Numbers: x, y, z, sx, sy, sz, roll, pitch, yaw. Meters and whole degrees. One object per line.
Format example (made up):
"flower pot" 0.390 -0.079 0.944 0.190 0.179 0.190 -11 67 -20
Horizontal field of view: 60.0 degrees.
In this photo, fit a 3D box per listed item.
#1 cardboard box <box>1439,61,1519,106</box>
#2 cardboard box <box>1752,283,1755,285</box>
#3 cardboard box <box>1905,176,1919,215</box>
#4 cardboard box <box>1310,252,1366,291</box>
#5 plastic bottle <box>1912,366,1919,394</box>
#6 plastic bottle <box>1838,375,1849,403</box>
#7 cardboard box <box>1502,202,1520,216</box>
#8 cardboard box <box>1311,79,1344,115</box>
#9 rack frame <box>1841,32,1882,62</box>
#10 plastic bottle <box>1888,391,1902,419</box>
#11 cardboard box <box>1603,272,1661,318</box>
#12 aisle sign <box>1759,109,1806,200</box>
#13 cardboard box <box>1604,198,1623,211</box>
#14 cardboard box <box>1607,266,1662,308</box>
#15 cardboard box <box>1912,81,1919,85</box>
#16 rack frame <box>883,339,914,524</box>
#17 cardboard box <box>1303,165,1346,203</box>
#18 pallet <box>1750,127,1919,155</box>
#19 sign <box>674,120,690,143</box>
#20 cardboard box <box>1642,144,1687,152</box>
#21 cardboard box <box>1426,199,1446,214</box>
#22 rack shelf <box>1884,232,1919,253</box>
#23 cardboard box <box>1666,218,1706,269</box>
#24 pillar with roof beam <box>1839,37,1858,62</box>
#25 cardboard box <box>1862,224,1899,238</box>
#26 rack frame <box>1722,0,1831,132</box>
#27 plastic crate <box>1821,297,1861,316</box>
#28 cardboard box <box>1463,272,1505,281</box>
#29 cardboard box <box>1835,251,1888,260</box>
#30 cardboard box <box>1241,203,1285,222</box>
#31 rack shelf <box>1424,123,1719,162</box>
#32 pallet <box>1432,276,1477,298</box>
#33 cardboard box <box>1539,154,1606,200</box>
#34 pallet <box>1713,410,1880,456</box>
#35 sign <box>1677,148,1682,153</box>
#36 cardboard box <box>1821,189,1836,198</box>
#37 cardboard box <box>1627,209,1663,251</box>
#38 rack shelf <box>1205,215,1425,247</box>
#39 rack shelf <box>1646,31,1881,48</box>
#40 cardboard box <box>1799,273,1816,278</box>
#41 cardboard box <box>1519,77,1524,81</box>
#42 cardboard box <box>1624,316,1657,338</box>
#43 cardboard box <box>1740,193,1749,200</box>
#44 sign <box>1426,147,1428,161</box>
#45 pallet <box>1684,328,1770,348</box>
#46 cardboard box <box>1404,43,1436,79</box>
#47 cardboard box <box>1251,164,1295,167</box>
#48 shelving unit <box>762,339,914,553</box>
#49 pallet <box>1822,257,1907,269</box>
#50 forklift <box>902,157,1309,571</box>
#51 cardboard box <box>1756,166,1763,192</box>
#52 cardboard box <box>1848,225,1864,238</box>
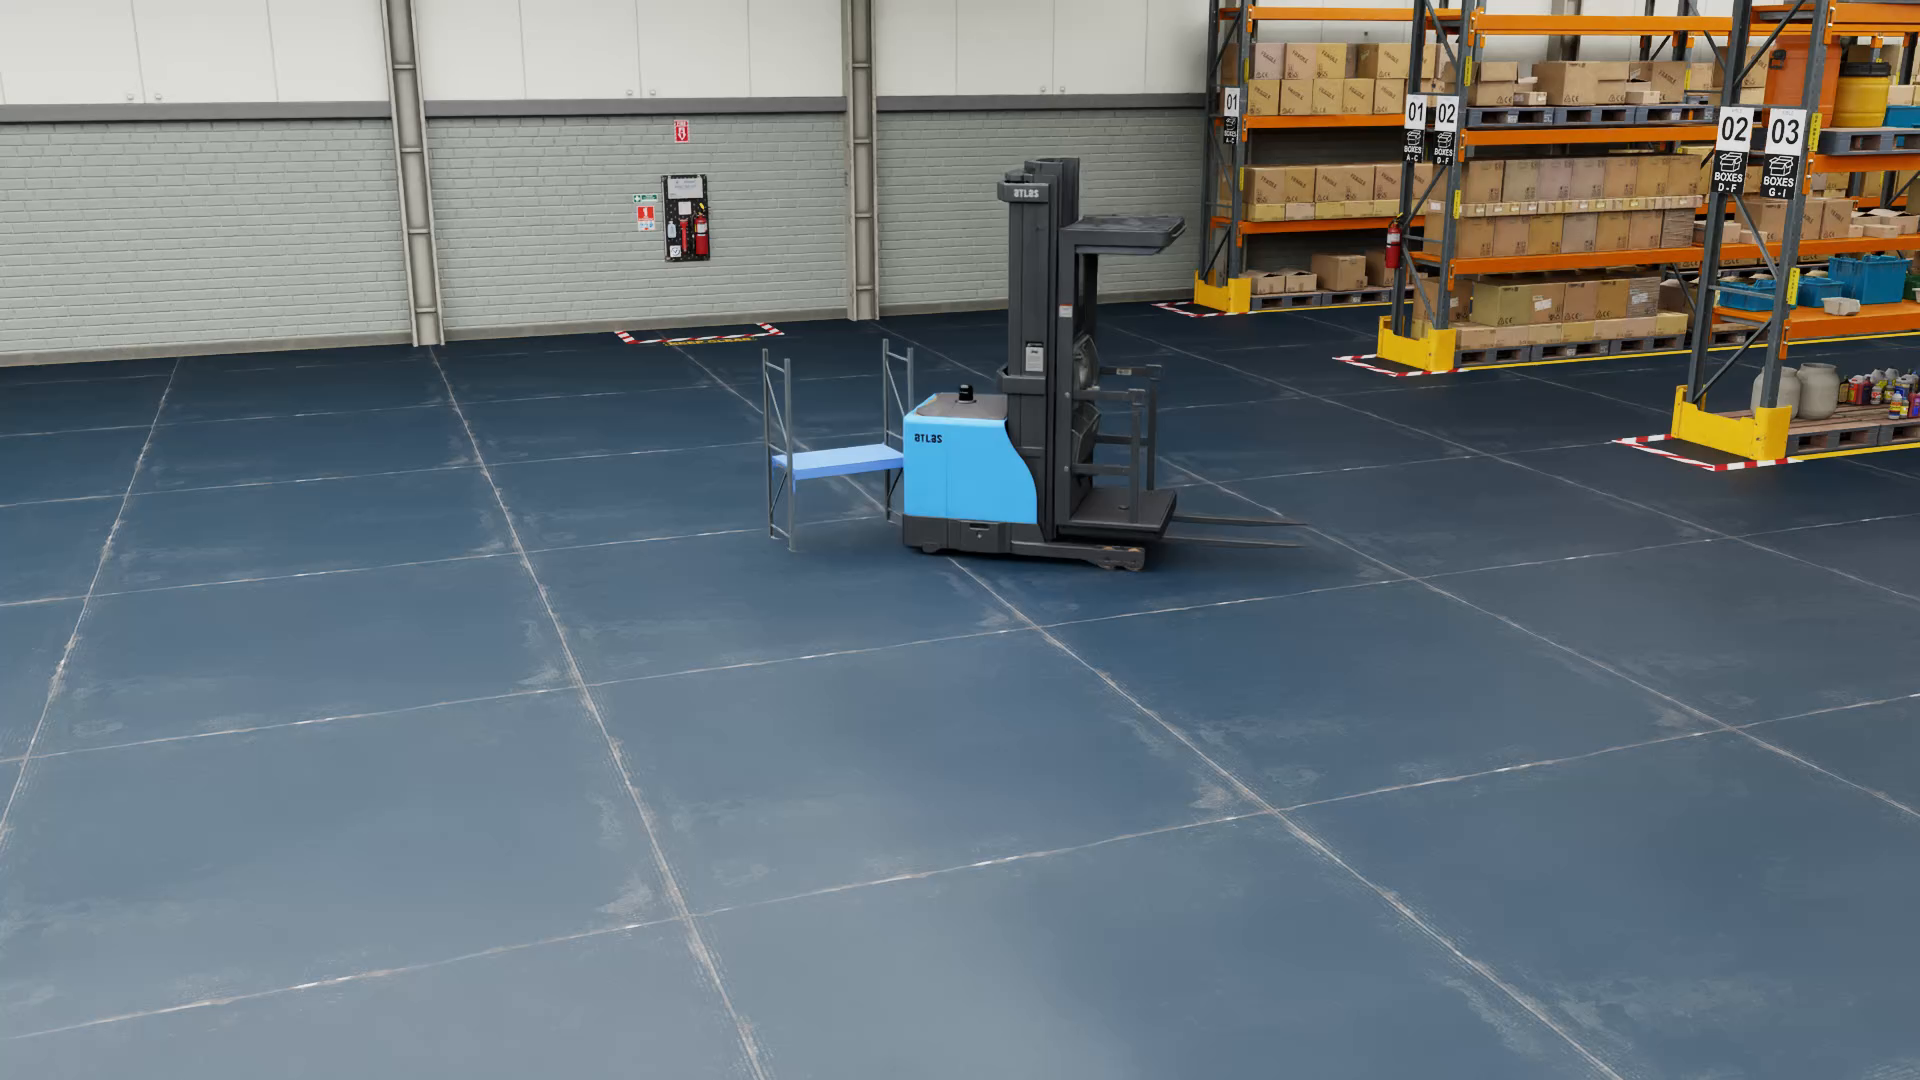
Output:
"cardboard box" 6.176 -5.446 19.821 0.637 0.503 0.797 -5 17 -16
"cardboard box" 10.800 -3.264 22.031 0.500 0.311 0.500 -7 18 -22
"cardboard box" 13.656 -4.781 23.134 0.500 0.500 0.700 -13 21 -38
"cardboard box" 5.775 -4.111 25.430 0.500 0.500 0.700 -7 18 -24
"plastic bottle" 10.063 -1.681 17.419 0.185 0.351 0.144 -7 18 -22
"plastic bottle" 9.067 -1.553 17.105 0.133 0.283 0.061 -6 17 -19
"cardboard box" 6.560 -4.026 20.157 0.250 0.149 0.380 -6 17 -20
"cardboard box" 5.261 -6.498 24.366 0.500 0.500 0.500 -5 17 -18
"rack frame" 15.067 -9.023 27.855 0.127 3.000 1.000 -6 17 -20
"plastic bottle" 9.211 -1.331 16.370 0.097 0.271 0.097 0 16 0
"cardboard box" 8.547 -3.126 21.223 0.500 0.500 0.500 -6 17 -20
"aisle sign" 7.444 -3.492 15.051 0.004 0.787 0.394 -6 17 -20
"cardboard box" 8.010 -4.183 20.691 0.250 0.149 0.380 -6 17 -18
"cardboard box" 8.828 -3.313 21.861 0.500 0.500 0.500 -6 17 -20
"cardboard box" 13.504 -5.979 22.633 0.500 0.500 0.910 -6 17 -20
"rack frame" -0.487 -0.817 13.218 0.032 1.500 0.500 -8 18 -26
"cardboard box" 5.365 -5.299 24.720 0.500 0.500 0.500 -7 18 -22
"pallet" 8.214 -3.735 15.505 1.213 0.211 1.003 -6 17 -20
"sign" -3.761 -5.527 22.481 0.199 0.298 0.001 -6 17 -20
"cardboard box" 11.663 -6.416 27.551 0.500 0.250 0.500 -6 17 -19
"cardboard box" 5.926 -4.080 20.340 0.250 0.149 0.380 -6 18 -21
"rack shelf" 14.976 -4.295 23.678 4.000 0.370 1.077 -6 17 -20
"cardboard box" 12.066 -4.951 27.706 0.750 0.750 0.750 -6 18 -21
"pillar with roof beam" 16.952 -8.189 25.013 0.400 9.000 9.100 -6 17 -20
"cardboard box" 12.367 -4.155 22.369 0.250 0.149 0.380 -6 17 -20
"rack frame" 7.407 -5.207 14.859 0.127 3.000 1.000 -6 17 -20
"plastic crate" 8.358 -2.208 15.760 0.250 0.136 0.298 -6 17 -20
"cardboard box" 8.278 -4.429 26.512 0.500 0.500 0.700 -6 17 -18
"cardboard box" 15.802 -5.196 29.158 0.500 0.500 0.700 -6 17 -19
"cardboard box" 4.431 -4.838 24.482 0.500 0.250 0.500 -7 18 -22
"rack shelf" 7.505 -4.928 20.509 4.000 0.370 1.077 -6 17 -20
"pallet" 8.323 -4.079 26.615 1.213 0.211 1.003 -6 17 -20
"cardboard box" 7.555 -4.508 20.645 0.500 0.500 0.700 -6 17 -20
"pallet" 8.221 -1.091 16.439 1.213 0.211 1.003 -6 17 -20
"sign" 11.535 -6.117 26.692 0.005 0.325 0.100 -6 17 -20
"cardboard box" 14.626 -5.894 28.255 0.250 0.149 0.380 -6 17 -19
"cardboard box" 8.471 -3.982 21.158 0.500 0.500 0.700 -6 18 -21
"rack shelf" 5.729 -4.792 25.368 4.000 0.370 1.077 -6 17 -20
"rack shelf" 13.200 -8.285 27.326 4.000 0.370 1.077 -6 17 -20
"cardboard box" 11.549 -3.509 22.862 0.500 0.311 0.500 -7 18 -22
"cardboard box" 8.711 -7.033 25.812 0.500 0.311 0.500 -6 17 -18
"cardboard box" 8.548 -2.766 21.327 0.500 0.250 0.500 -6 17 -20
"cardboard box" 12.914 -5.740 27.732 0.250 0.149 0.380 -6 17 -19
"sign" 7.395 -6.040 26.287 0.005 0.325 0.100 -6 17 -20
"pallet" 10.047 -2.782 22.198 1.213 0.211 1.003 -6 17 -20
"cardboard box" 6.715 -7.135 24.760 0.500 0.500 0.500 -5 17 -17
"cardboard box" 4.700 -5.384 25.009 0.500 0.500 0.500 -6 17 -19
"shelving unit" -0.939 -0.751 12.995 1.048 1.500 0.538 -8 18 -26
"pallet" 15.805 -4.863 29.284 1.213 0.211 1.003 -6 17 -20
"forklift" 1.132 -1.340 12.460 3.031 2.935 1.130 4 17 13
"cardboard box" 13.317 -6.078 27.732 0.500 0.500 0.500 -6 17 -19
"cardboard box" 11.938 -4.175 22.437 0.250 0.149 0.380 -5 17 -16
